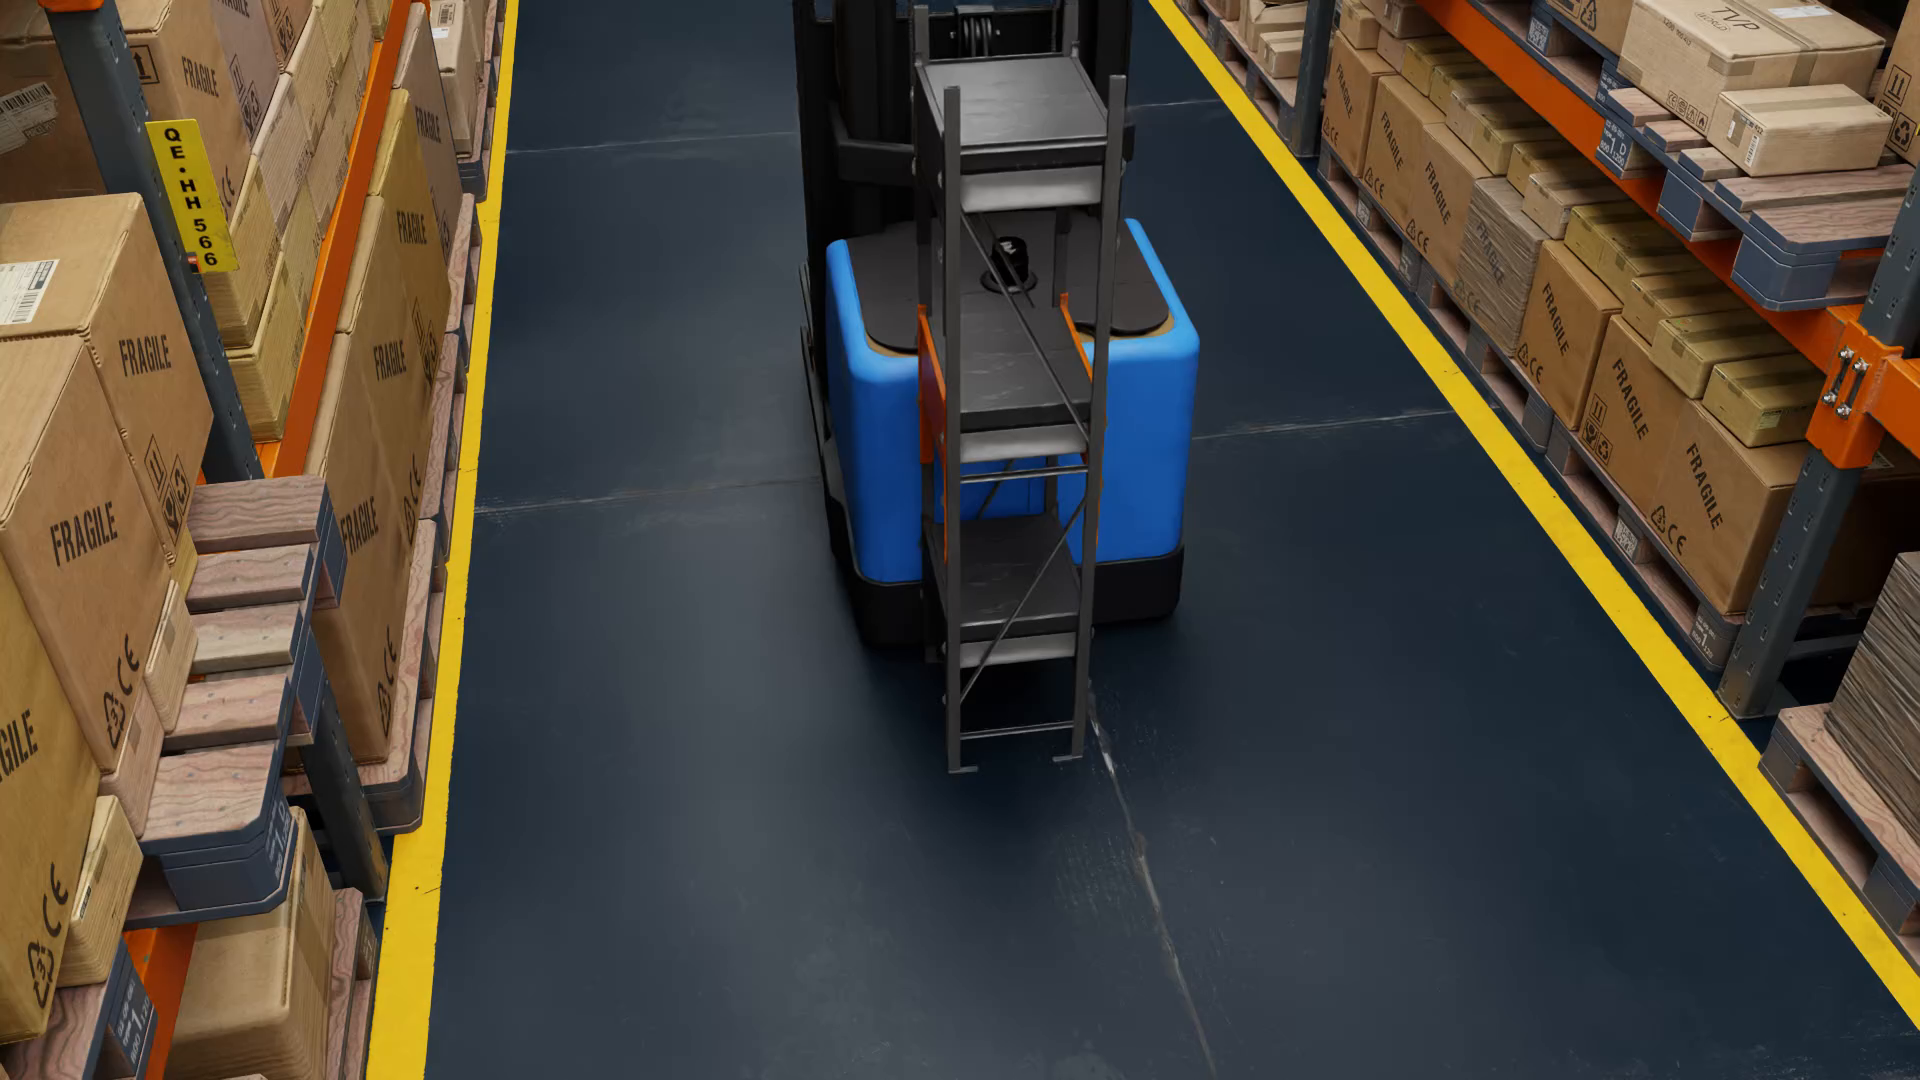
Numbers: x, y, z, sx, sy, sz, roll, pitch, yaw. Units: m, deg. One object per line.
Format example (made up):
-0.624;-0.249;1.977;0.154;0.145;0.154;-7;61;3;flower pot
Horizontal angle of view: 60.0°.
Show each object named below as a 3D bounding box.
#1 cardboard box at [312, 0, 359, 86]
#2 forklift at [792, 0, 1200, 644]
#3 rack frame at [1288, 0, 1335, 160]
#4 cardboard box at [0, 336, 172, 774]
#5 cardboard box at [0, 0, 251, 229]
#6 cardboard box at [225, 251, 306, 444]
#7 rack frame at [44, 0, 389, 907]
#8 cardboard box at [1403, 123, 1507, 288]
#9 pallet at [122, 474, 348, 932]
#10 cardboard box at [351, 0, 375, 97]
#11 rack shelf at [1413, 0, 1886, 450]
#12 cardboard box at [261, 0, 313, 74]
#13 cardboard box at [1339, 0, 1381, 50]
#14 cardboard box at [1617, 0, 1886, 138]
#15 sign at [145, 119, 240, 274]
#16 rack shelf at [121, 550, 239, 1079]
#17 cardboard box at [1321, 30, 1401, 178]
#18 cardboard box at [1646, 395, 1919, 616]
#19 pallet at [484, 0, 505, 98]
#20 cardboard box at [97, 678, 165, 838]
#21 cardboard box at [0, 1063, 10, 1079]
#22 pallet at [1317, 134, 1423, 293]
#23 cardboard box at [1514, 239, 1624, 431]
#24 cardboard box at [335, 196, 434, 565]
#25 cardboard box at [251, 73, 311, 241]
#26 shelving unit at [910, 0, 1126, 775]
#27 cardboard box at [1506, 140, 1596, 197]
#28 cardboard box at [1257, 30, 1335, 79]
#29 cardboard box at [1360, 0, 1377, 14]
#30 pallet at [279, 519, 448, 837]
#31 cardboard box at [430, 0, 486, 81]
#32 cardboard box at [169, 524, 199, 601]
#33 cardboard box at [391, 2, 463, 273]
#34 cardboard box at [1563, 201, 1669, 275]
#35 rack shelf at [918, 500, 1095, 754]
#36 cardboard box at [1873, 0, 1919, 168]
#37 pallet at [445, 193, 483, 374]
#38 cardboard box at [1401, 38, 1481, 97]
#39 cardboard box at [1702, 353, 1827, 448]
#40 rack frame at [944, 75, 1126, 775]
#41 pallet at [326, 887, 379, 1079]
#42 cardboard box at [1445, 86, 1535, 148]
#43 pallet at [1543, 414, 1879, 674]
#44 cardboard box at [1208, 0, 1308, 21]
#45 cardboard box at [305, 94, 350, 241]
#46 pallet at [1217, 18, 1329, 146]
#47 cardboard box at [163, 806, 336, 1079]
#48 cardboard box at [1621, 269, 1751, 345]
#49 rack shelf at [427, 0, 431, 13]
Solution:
-2.141;-1.580;5.054;0.500;0.250;0.500;-6;38;-7;cardboard box
-0.028;-1.731;5.589;1.130;2.935;3.031;-6;38;-7;forklift
2.130;-3.139;7.345;1.000;3.000;0.127;-6;38;-8;rack frame
-1.600;0.046;2.579;0.500;0.500;0.500;-7;38;-9;cardboard box
-1.900;-0.945;3.625;0.500;0.500;0.500;-7;38;-9;cardboard box
-1.893;-0.450;4.007;0.500;0.250;0.500;-7;38;-9;cardboard box
-2.054;-0.187;3.545;1.000;3.000;0.127;-6;38;-8;rack frame
2.180;-1.379;6.775;0.500;0.500;0.500;-7;38;-9;cardboard box
-1.825;0.308;3.065;1.213;0.211;1.003;-6;38;-8;pallet
-2.271;-1.685;5.596;0.500;0.250;0.500;-7;38;-9;cardboard box
2.481;-1.647;6.011;1.077;0.370;4.000;-6;38;-8;rack shelf
-2.072;-1.558;4.414;0.500;0.500;0.500;-5;38;-7;cardboard box
1.931;-2.328;7.469;0.380;0.149;0.250;-5;38;-6;cardboard box
2.328;-1.432;4.928;0.500;0.250;0.500;-8;39;-10;cardboard box
-1.522;-0.677;3.297;0.100;0.325;0.005;-6;38;-8;sign
-1.704;1.305;2.211;1.077;0.370;4.000;-6;38;-8;rack shelf
1.994;-2.001;7.576;0.500;0.500;0.500;-5;38;-6;cardboard box
2.546;-0.134;5.173;0.500;0.500;0.500;-5;38;-7;cardboard box
-3.029;-2.708;9.063;1.003;0.211;1.213;-6;38;-8;pallet
-1.523;0.374;2.686;0.380;0.149;0.250;-8;39;-10;cardboard box
-1.415;0.681;1.763;0.500;0.500;0.500;-8;39;-10;cardboard box
2.310;-1.550;7.574;1.003;0.211;1.213;-6;38;-8;pallet
2.374;-0.753;5.970;0.500;0.500;0.500;-5;38;-6;cardboard box
-2.246;-0.479;5.311;0.875;0.875;0.875;-6;38;-7;cardboard box
-1.990;-0.970;4.268;0.500;0.250;0.500;-5;38;-7;cardboard box
0.126;-0.312;4.441;0.431;2.100;0.503;-6;38;-7;shelving unit
2.298;-1.387;6.256;0.380;0.149;0.250;-6;38;-8;cardboard box
1.744;-2.484;8.484;0.380;0.149;0.250;-7;38;-9;cardboard box
1.991;-2.452;7.386;0.380;0.149;0.250;-7;38;-9;cardboard box
-2.118;0.430;5.024;1.003;0.211;1.213;-6;38;-8;pallet
-2.918;-2.688;8.511;0.875;0.438;0.875;-7;38;-9;cardboard box
-1.647;0.073;3.073;0.380;0.149;0.250;-6;38;-7;cardboard box
-2.568;-1.564;6.707;0.875;0.875;0.875;-5;38;-7;cardboard box
2.369;-1.069;5.848;0.380;0.149;0.250;-7;38;-9;cardboard box
0.126;0.251;4.878;0.431;0.518;0.480;-6;38;-7;rack shelf
2.895;-1.256;4.498;0.500;0.500;0.500;-5;38;-6;cardboard box
-2.546;-1.044;6.921;1.003;0.211;1.213;-6;38;-8;pallet
2.112;-2.016;7.066;0.380;0.149;0.250;-8;39;-10;cardboard box
2.496;-0.429;5.023;0.380;0.149;0.250;-8;39;-10;cardboard box
0.164;-0.164;4.250;0.400;2.100;0.015;-6;38;-7;rack frame
-1.919;1.387;3.793;1.003;0.211;1.213;-6;38;-8;pallet
2.181;-1.697;6.655;0.380;0.149;0.250;-6;38;-8;cardboard box
2.738;-0.077;5.677;1.003;0.211;1.213;-6;38;-8;pallet
1.737;-3.206;9.128;0.700;0.500;0.500;-8;38;-10;cardboard box
-2.086;-1.076;4.812;0.500;0.250;0.500;-5;38;-6;cardboard box
2.011;-2.453;8.735;1.003;0.211;1.213;-6;38;-8;pallet
-1.965;1.027;3.782;0.950;0.372;0.625;-9;39;-11;cardboard box
2.415;-0.754;5.442;0.380;0.149;0.250;-7;38;-9;cardboard box
-3.106;-3.527;8.431;1.077;0.370;4.000;-6;38;-8;rack shelf
